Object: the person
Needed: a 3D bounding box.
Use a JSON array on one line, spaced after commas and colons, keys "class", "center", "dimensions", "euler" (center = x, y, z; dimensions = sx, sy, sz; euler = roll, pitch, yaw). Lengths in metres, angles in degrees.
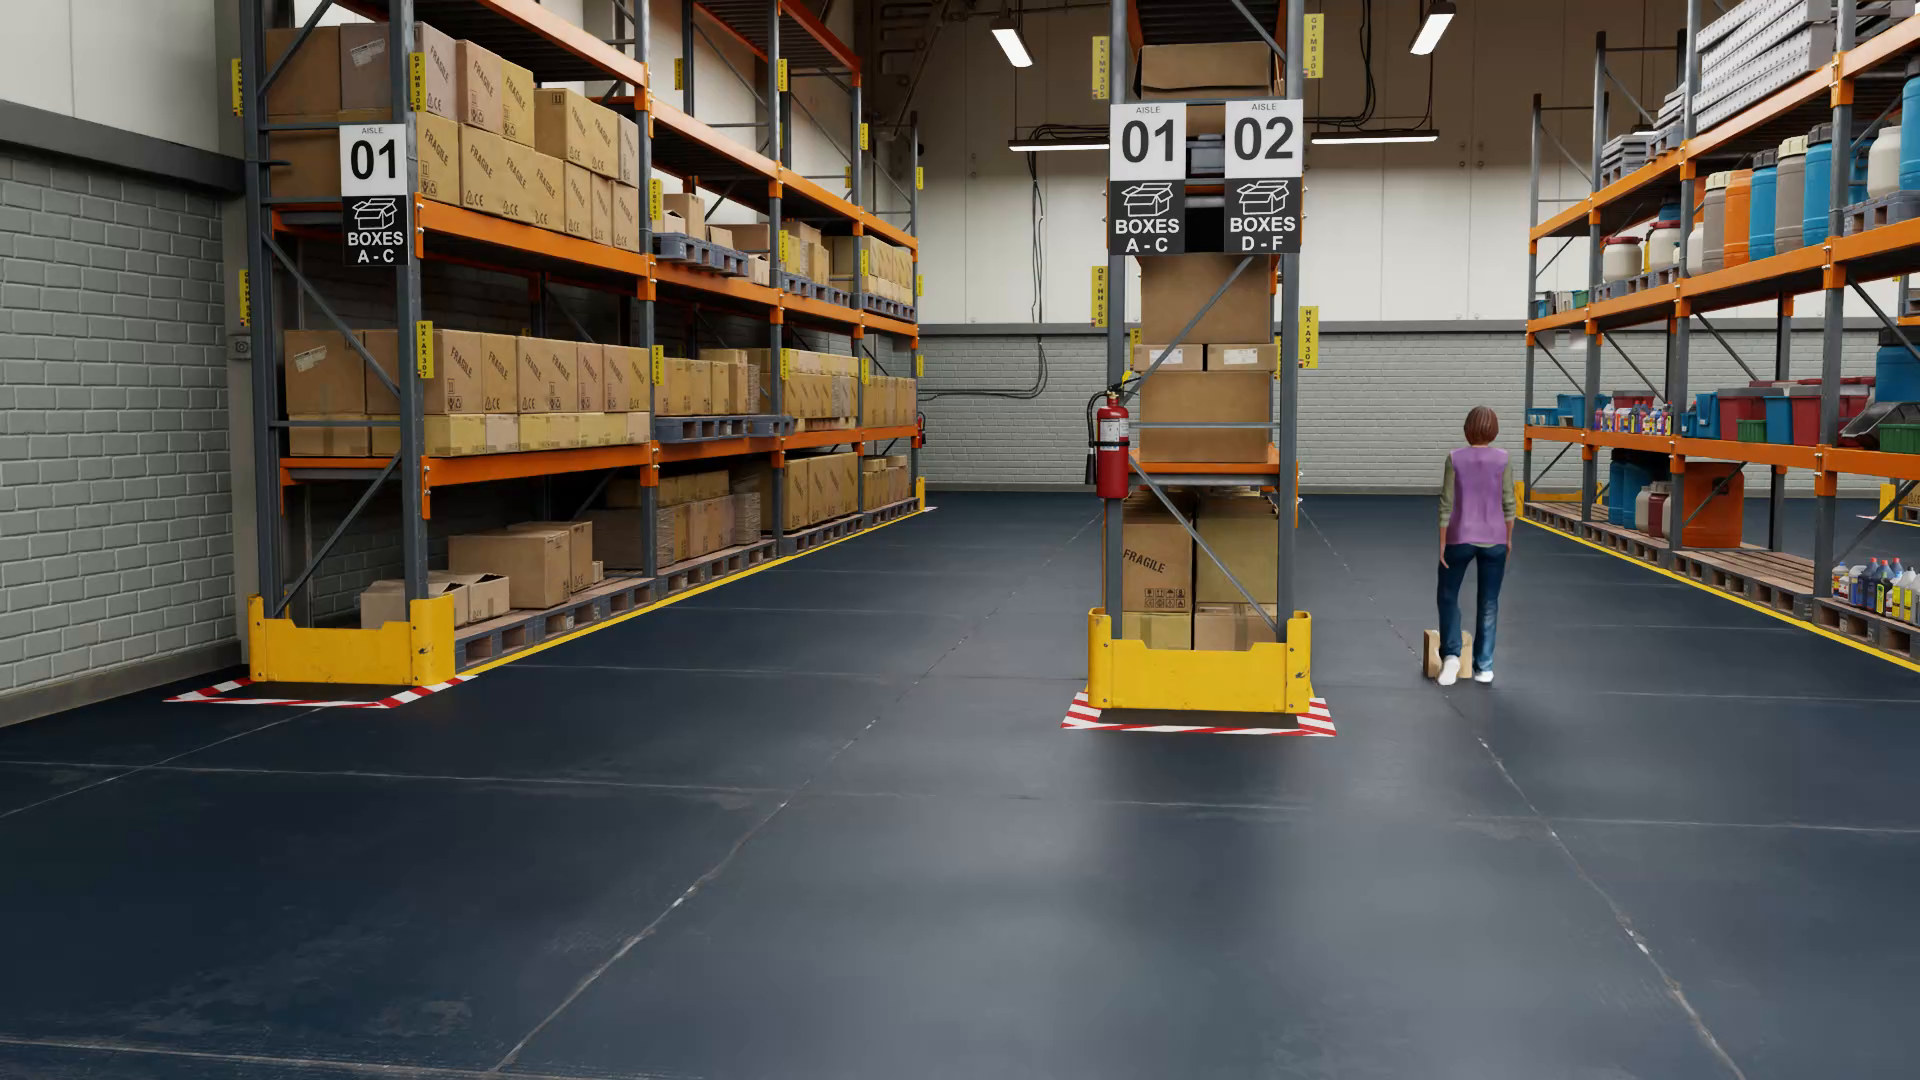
[{"class": "person", "center": [2.950, 0.035, 9.525], "dimensions": [0.437, 1.606, 0.479], "euler": [1, 5, 13]}]
